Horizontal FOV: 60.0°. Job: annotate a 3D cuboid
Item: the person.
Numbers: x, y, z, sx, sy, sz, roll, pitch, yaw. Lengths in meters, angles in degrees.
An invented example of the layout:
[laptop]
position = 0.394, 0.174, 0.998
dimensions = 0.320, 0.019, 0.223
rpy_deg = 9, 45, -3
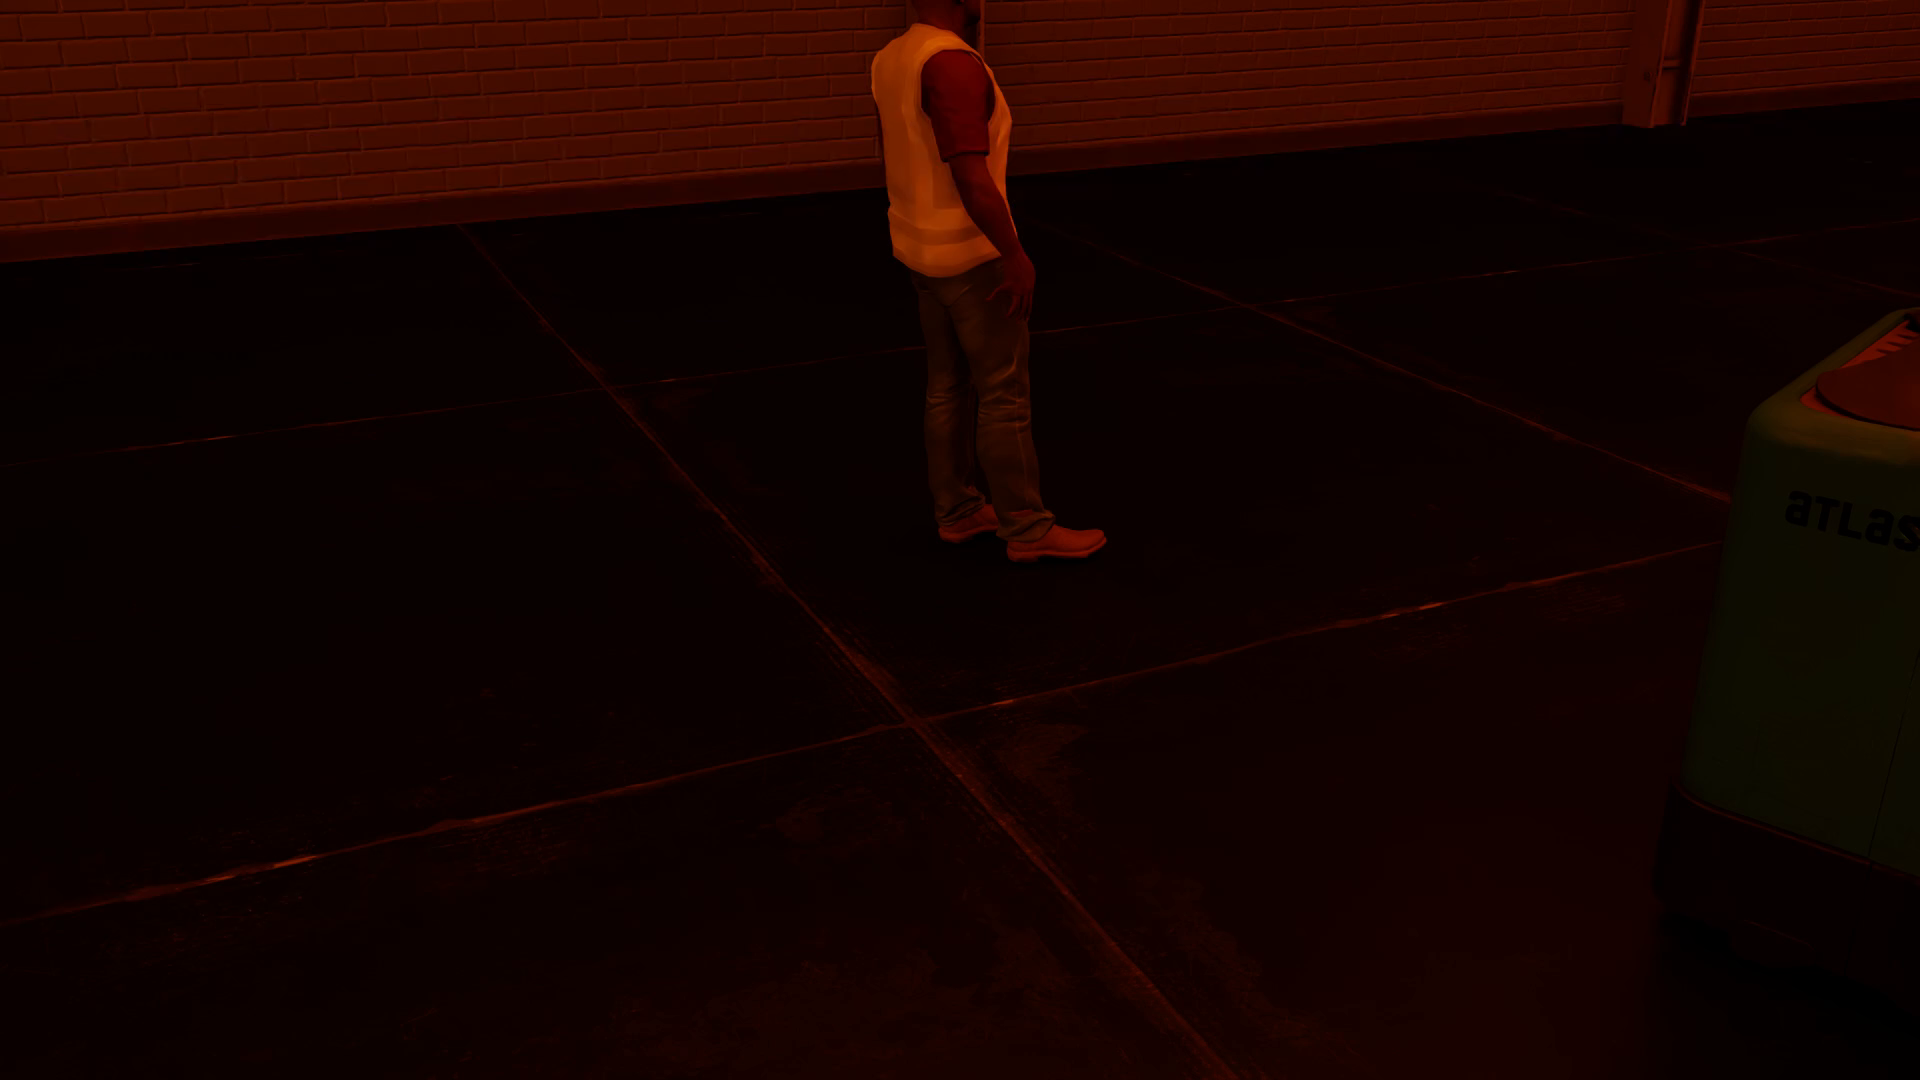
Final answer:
[person]
position = 0.067, -0.830, 4.785
dimensions = 0.575, 1.768, 0.658
rpy_deg = -10, 25, -23

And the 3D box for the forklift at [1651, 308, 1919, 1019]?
[forklift]
position = 2.799, -0.358, 2.147
dimensions = 3.031, 2.935, 1.130
rpy_deg = 19, 29, 38
